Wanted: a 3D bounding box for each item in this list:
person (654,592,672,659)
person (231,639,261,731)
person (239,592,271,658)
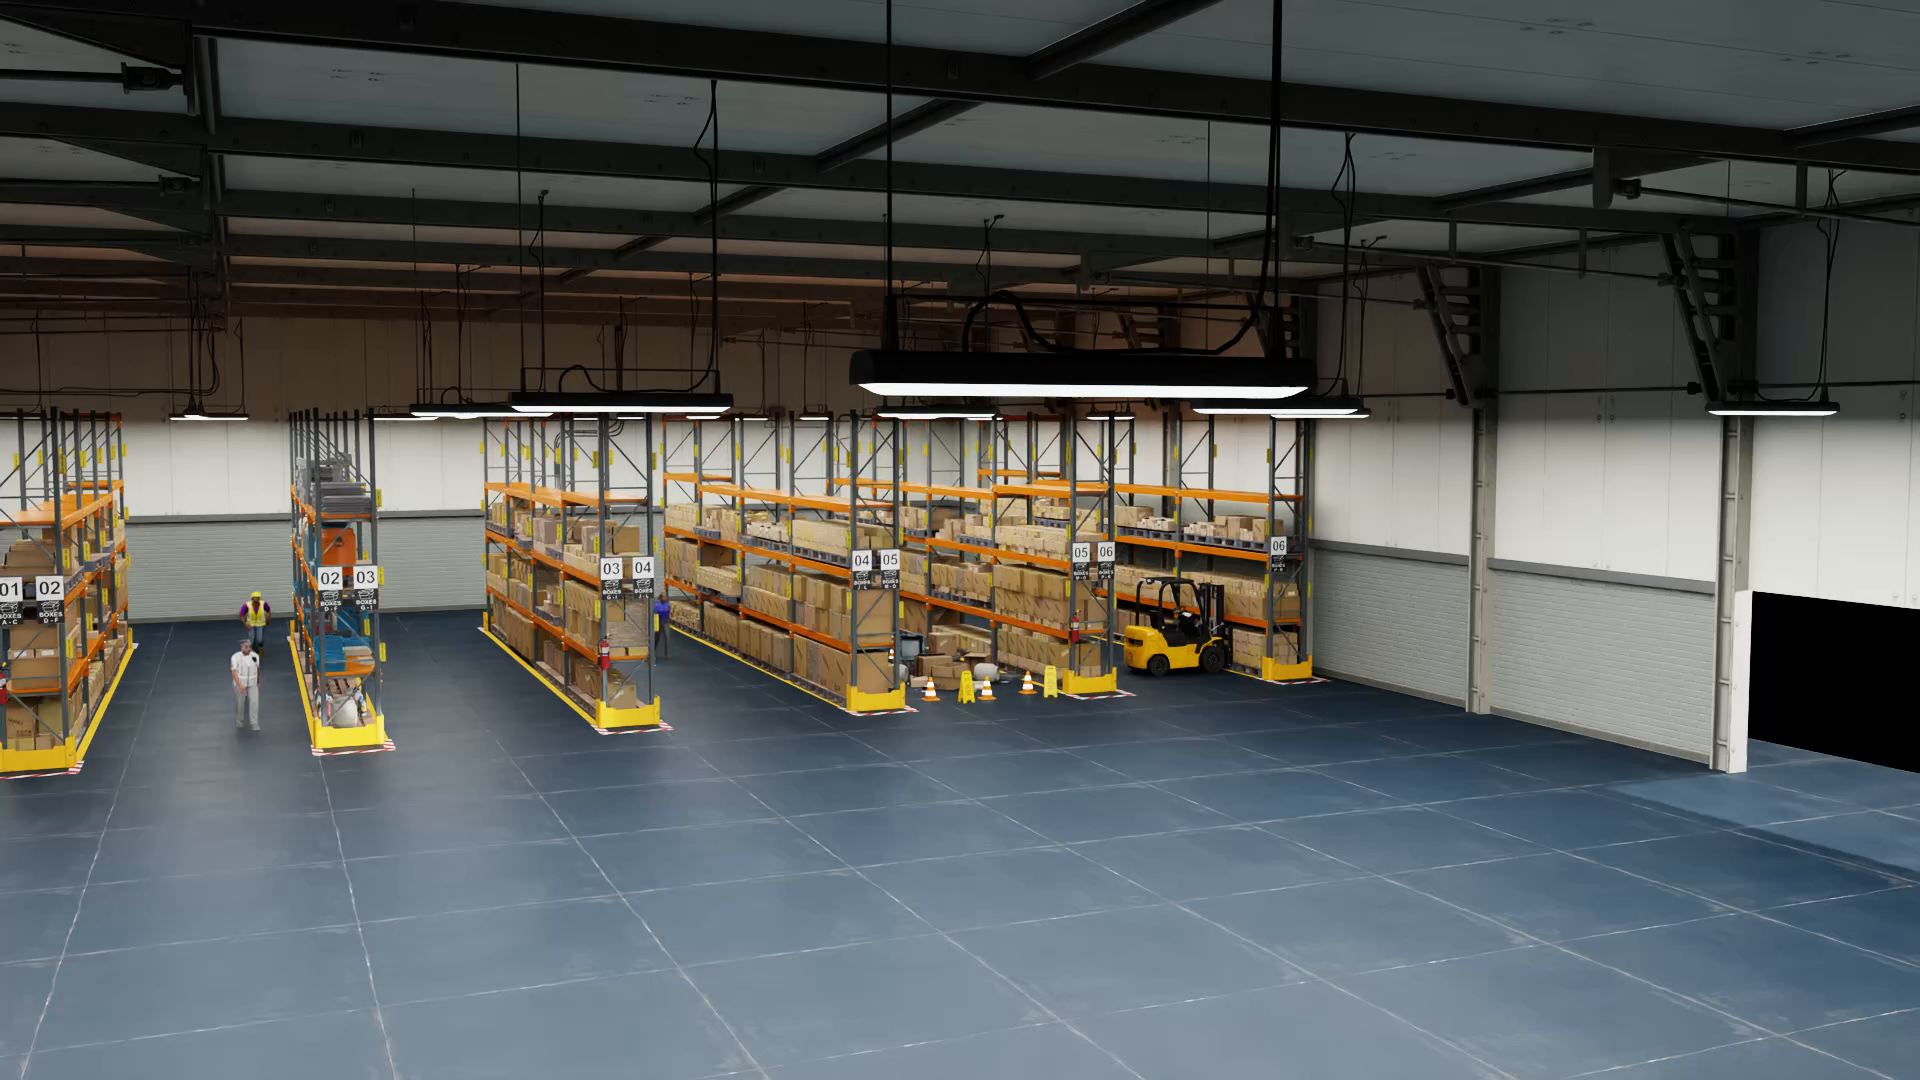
[{"bbox_3d":[-7.268,2.062,40.545,0.415,1.590,1.008,-2,4,-23],"label":"person"},{"bbox_3d":[-13.281,2.683,30.996,0.546,1.693,1.028,-3,5,-37],"label":"person"},{"bbox_3d":[-17.115,2.067,40.388,0.668,1.667,0.653,-1,4,-15],"label":"person"}]
